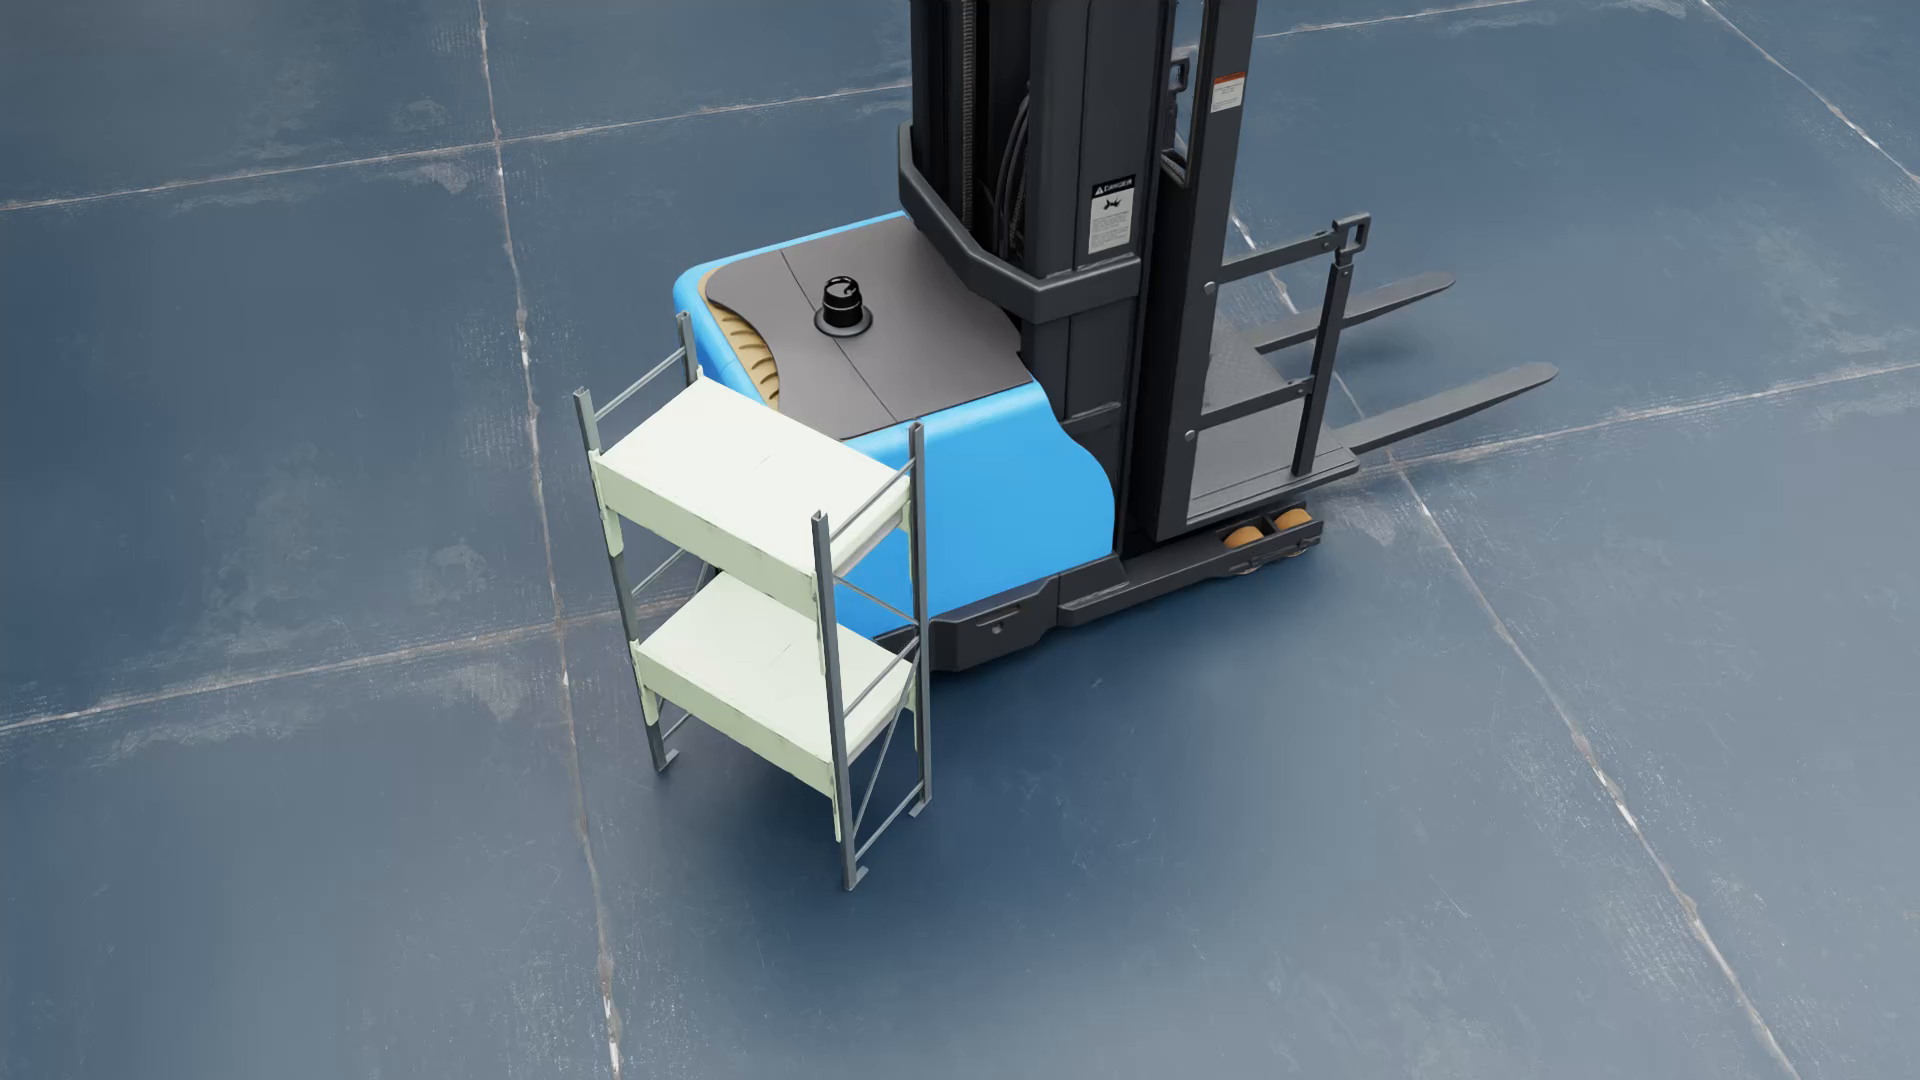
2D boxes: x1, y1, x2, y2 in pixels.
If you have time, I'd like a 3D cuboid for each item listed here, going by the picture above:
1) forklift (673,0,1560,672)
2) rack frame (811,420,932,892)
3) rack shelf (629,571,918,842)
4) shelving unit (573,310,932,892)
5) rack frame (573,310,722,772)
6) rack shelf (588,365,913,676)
[{"bbox_3d":[0.670,-1.233,4.906,3.031,2.935,1.130,-19,48,-17],"label":"forklift"},{"bbox_3d":[-0.209,0.362,4.345,0.023,1.500,0.400,27,51,24],"label":"rack frame"},{"bbox_3d":[-0.508,0.440,4.725,0.720,0.370,0.431,27,51,24],"label":"rack shelf"},{"bbox_3d":[-0.508,0.212,4.492,0.755,1.500,0.431,27,51,24],"label":"shelving unit"},{"bbox_3d":[-0.807,0.061,4.640,0.023,1.500,0.400,27,51,24],"label":"rack frame"},{"bbox_3d":[-0.508,-0.061,4.214,0.720,0.370,0.431,27,51,24],"label":"rack shelf"}]
